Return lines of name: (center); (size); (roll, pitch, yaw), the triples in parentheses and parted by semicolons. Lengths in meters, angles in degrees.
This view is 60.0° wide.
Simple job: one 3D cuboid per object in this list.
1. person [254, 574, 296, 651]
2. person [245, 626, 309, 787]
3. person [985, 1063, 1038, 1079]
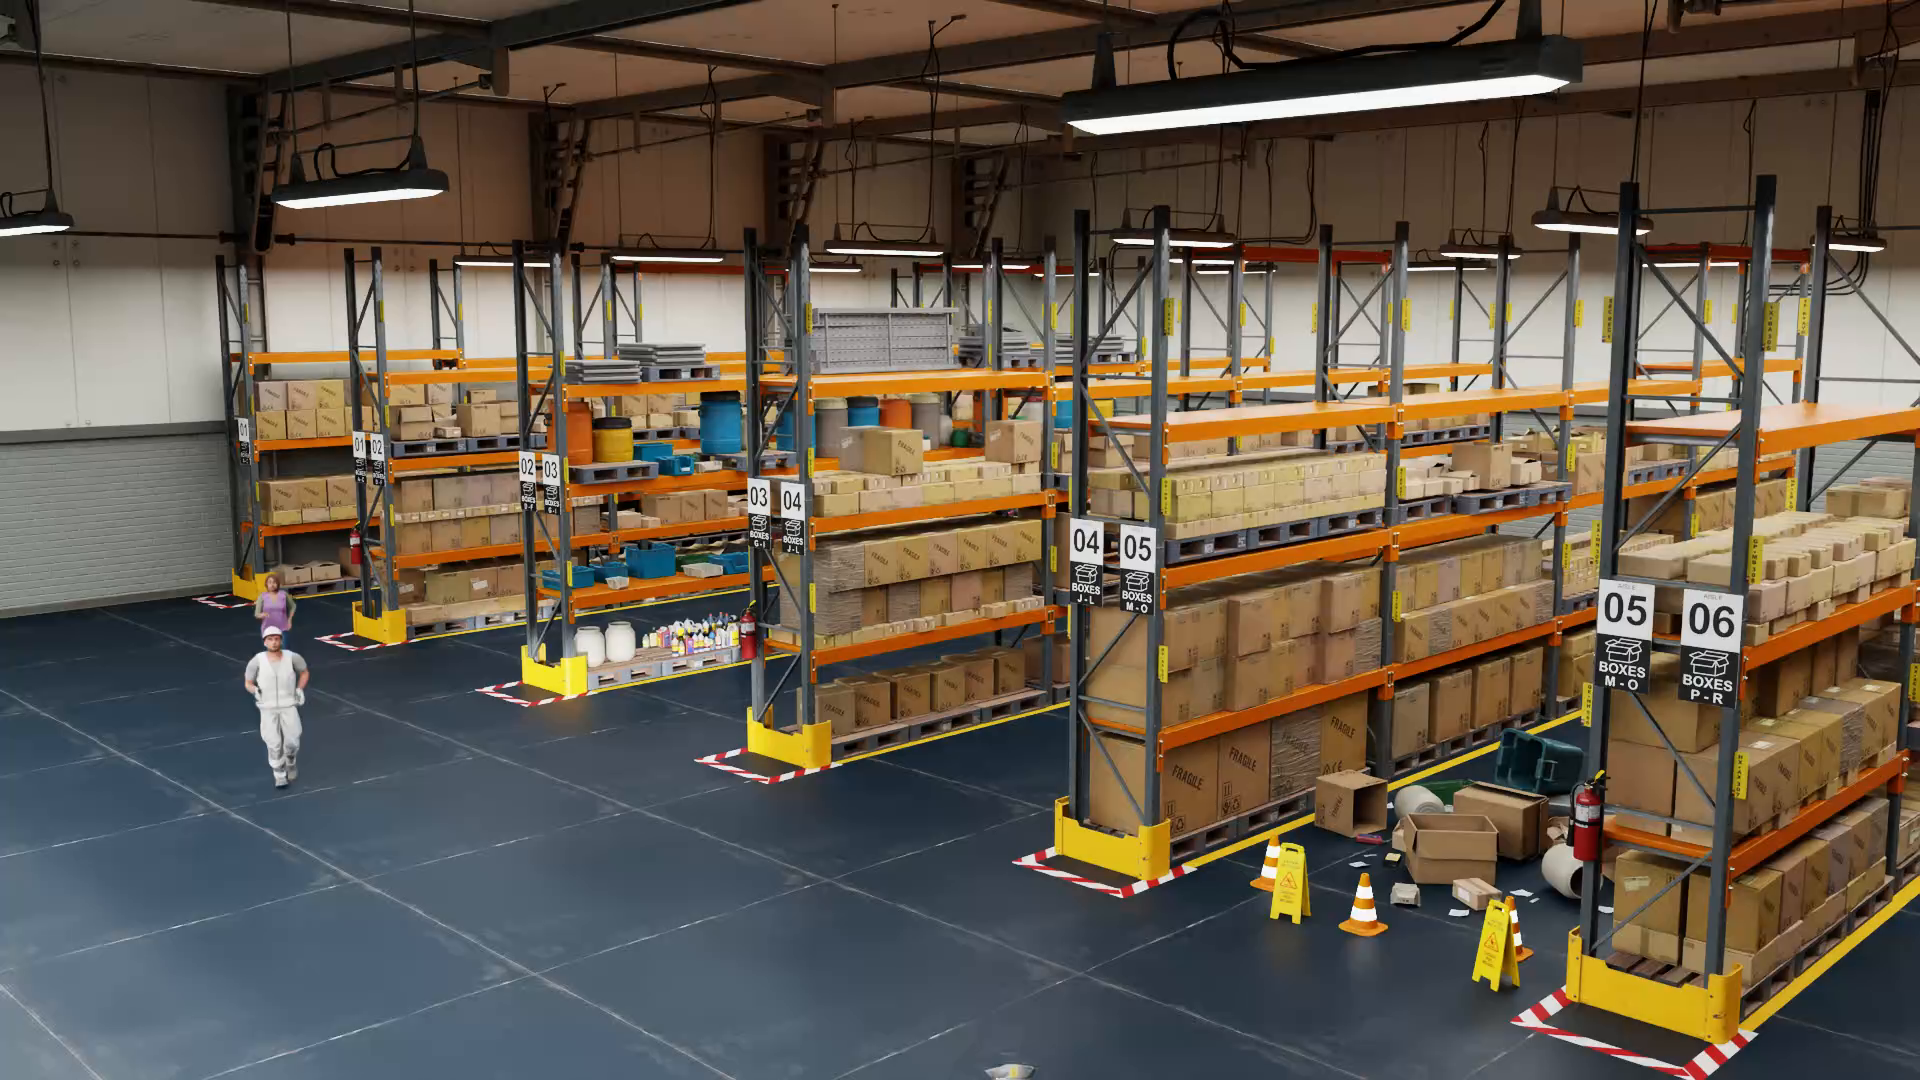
person: (-9.078, 1.266, 22.079); (0.513, 1.611, 0.650); (-3, 9, -20)
person: (-7.259, 1.791, 17.730); (0.644, 1.741, 0.580); (-4, 9, -23)
person: (0.229, 3.254, 7.811); (0.564, 1.658, 0.563); (-1, 8, -8)
